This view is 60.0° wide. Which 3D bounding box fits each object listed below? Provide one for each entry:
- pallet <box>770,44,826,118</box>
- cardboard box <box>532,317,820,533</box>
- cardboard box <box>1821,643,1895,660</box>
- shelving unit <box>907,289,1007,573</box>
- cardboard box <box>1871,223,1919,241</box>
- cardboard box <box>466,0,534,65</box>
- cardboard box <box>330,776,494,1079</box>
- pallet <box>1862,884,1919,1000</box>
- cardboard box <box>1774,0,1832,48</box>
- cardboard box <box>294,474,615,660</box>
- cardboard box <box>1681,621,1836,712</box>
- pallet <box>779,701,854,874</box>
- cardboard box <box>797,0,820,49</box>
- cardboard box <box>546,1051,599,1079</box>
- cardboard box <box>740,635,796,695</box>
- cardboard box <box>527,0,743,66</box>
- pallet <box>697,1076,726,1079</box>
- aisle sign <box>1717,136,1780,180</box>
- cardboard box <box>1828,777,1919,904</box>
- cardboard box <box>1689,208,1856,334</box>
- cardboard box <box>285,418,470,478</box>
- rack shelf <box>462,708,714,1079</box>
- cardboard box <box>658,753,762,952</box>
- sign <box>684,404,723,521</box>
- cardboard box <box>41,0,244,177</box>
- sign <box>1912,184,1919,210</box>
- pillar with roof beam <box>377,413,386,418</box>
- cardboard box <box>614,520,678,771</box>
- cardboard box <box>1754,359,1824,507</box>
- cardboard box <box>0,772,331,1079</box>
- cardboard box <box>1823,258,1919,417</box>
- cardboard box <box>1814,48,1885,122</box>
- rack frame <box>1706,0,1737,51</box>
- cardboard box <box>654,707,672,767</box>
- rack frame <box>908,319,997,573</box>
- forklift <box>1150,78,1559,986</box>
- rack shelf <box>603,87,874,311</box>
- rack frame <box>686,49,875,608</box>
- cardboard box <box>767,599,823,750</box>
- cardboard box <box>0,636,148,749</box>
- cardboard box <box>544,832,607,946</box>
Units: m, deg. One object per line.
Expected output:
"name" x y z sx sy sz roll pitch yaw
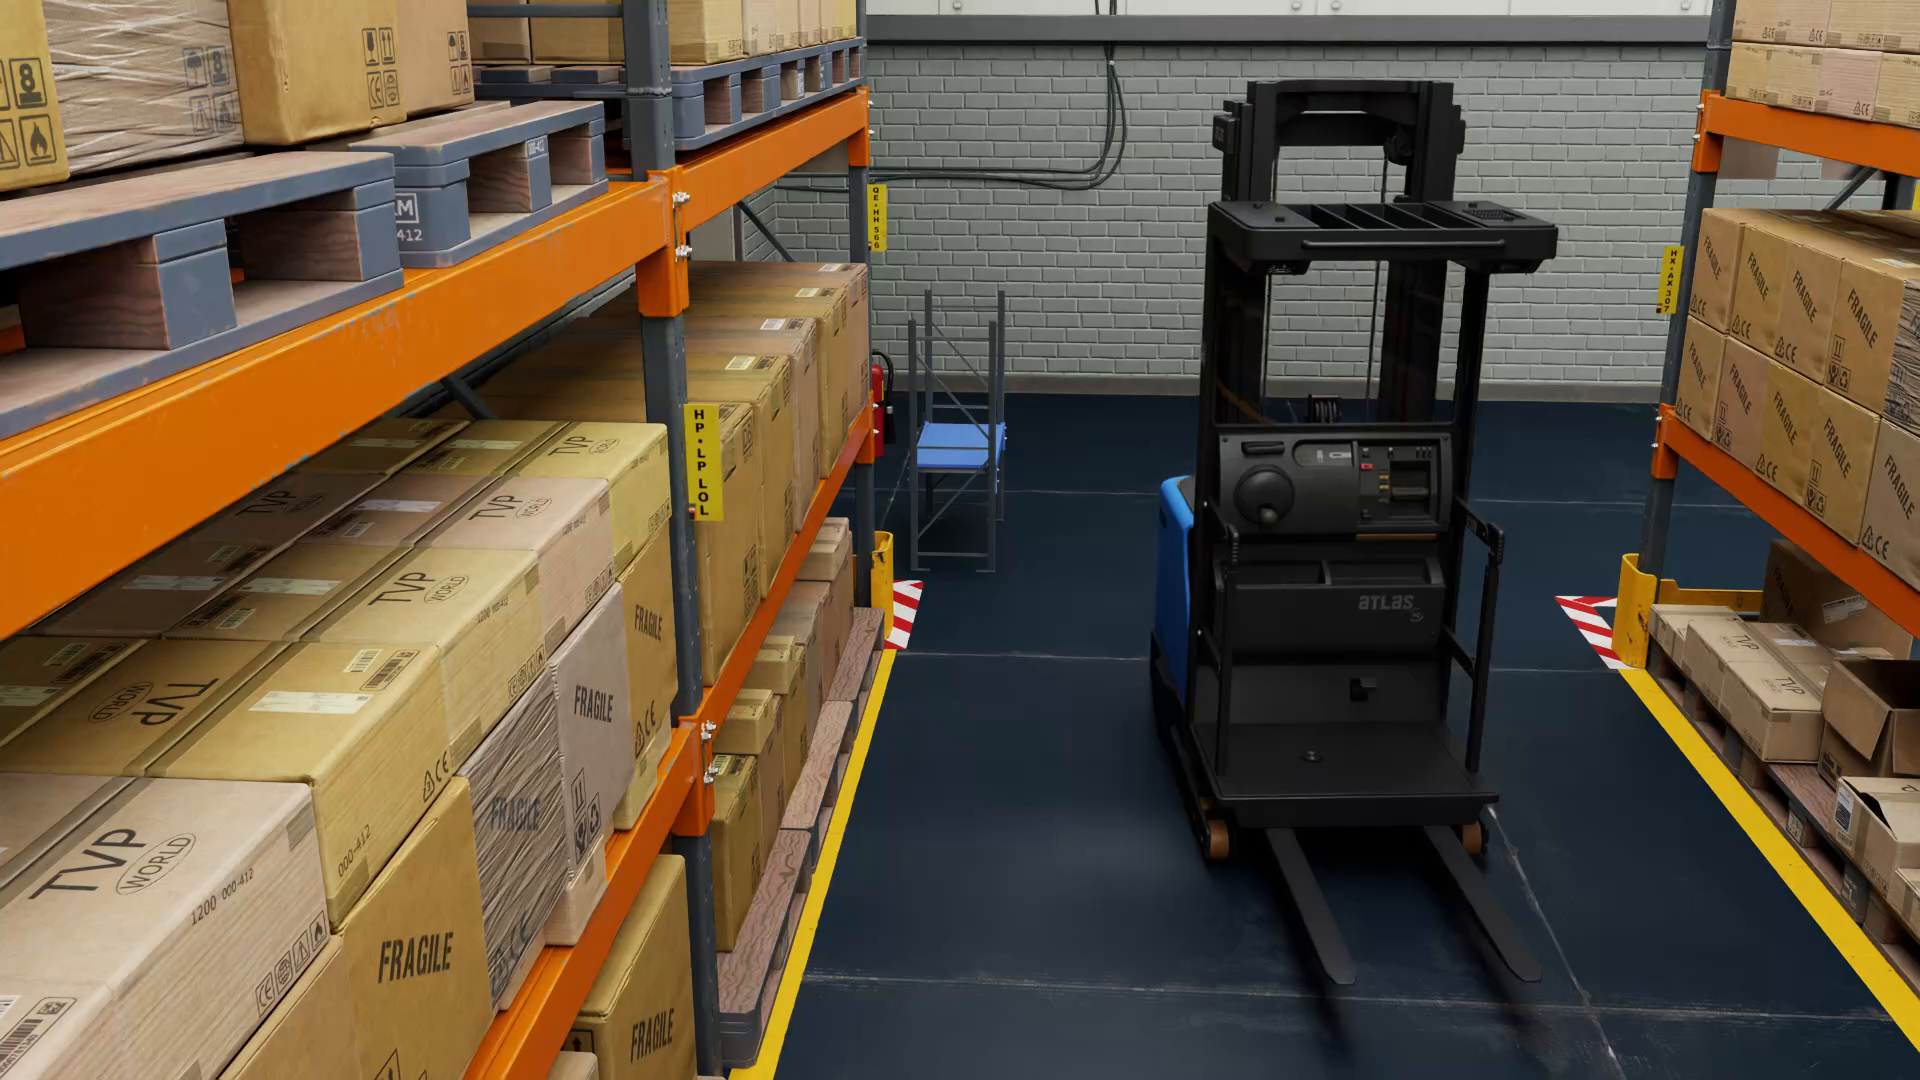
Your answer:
"pallet" -1.081 -1.720 6.180 1.003 0.211 1.213 1 18 4
"cardboard box" -1.085 -0.468 6.553 0.980 0.700 0.700 0 18 1
"cardboard box" 4.076 0.598 7.625 0.380 0.166 0.250 1 18 4
"shelving unit" -0.006 -0.686 10.109 0.538 1.500 1.048 1 18 4
"cardboard box" 4.195 -1.059 7.072 0.500 0.500 0.500 2 18 5
"cardboard box" -1.425 -1.524 4.845 0.500 0.250 0.500 1 18 4
"cardboard box" -1.124 0.716 2.752 0.500 0.500 0.500 2 18 5
"pallet" 3.751 1.517 5.456 1.003 0.211 1.213 1 18 4
"cardboard box" 3.648 -2.121 6.698 0.500 0.250 0.500 1 18 4
"cardboard box" -1.065 0.050 3.579 0.500 0.250 0.500 2 18 5
"cardboard box" 3.630 0.578 7.552 0.500 0.250 0.500 1 18 4
"pallet" -1.023 1.006 7.014 1.003 0.211 1.213 1 18 4
"cardboard box" -0.810 -1.992 6.272 0.500 0.250 0.500 1 18 2
"cardboard box" -1.218 1.598 3.507 0.750 0.750 0.750 2 18 6
"cardboard box" -0.841 0.481 6.436 0.380 0.149 0.250 1 18 2
"cardboard box" -0.928 -1.515 4.817 0.500 0.250 0.500 1 18 4
"pallet" -1.220 1.862 4.403 1.003 0.211 1.213 1 18 4
"aisle sign" 3.700 -2.101 7.842 0.394 0.787 0.004 1 18 4
"cardboard box" 3.513 1.057 5.991 0.500 0.311 0.500 1 18 4
"cardboard box" 3.693 -1.228 7.588 0.500 0.500 0.500 2 18 6
"cardboard box" -1.533 -0.122 4.105 0.500 0.250 0.500 2 18 6
"rack shelf" -1.384 1.258 2.921 1.077 0.370 4.000 1 18 4
"cardboard box" -1.084 1.054 5.730 0.700 0.500 0.500 2 18 5
"sign" -0.698 -0.208 4.509 0.100 0.325 0.005 1 18 4
"cardboard box" -1.488 -0.787 2.325 0.700 0.500 0.500 1 18 4
"sign" 4.540 -1.519 7.876 0.100 0.325 0.005 1 18 4
"pillar with roof beam" 2.241 -2.696 4.200 9.100 9.000 0.400 1 18 4
"cardboard box" -1.022 0.246 4.185 0.500 0.500 0.500 1 18 3
"cardboard box" 3.622 -0.437 6.779 0.500 0.500 0.500 1 18 4
"cardboard box" -1.168 0.525 2.128 0.500 0.250 0.500 1 18 4
"cardboard box" 3.587 -0.753 6.137 0.500 0.500 0.500 1 18 3
"cardboard box" 3.614 -1.728 6.302 0.500 0.250 0.500 1 18 4
"rack frame" 3.988 -3.689 7.228 1.000 3.000 0.127 1 18 4
"cardboard box" -0.982 0.516 4.401 0.380 0.149 0.250 1 18 4
"rack frame" -0.043 -0.528 9.627 0.500 1.500 0.032 1 18 4
"forklift" 1.500 -0.227 6.409 1.130 2.935 3.031 -1 18 -2
"rack shelf" -1.097 -1.410 6.245 1.077 0.370 4.000 1 18 4
"rack frame" -0.954 -0.947 8.496 1.000 3.000 0.127 1 18 4
"cardboard box" -0.975 0.572 7.199 0.700 0.500 0.500 1 18 2
"cardboard box" -1.637 0.358 2.639 0.500 0.250 0.500 1 18 3
"cardboard box" -1.001 0.758 3.663 0.380 0.149 0.250 1 18 4
